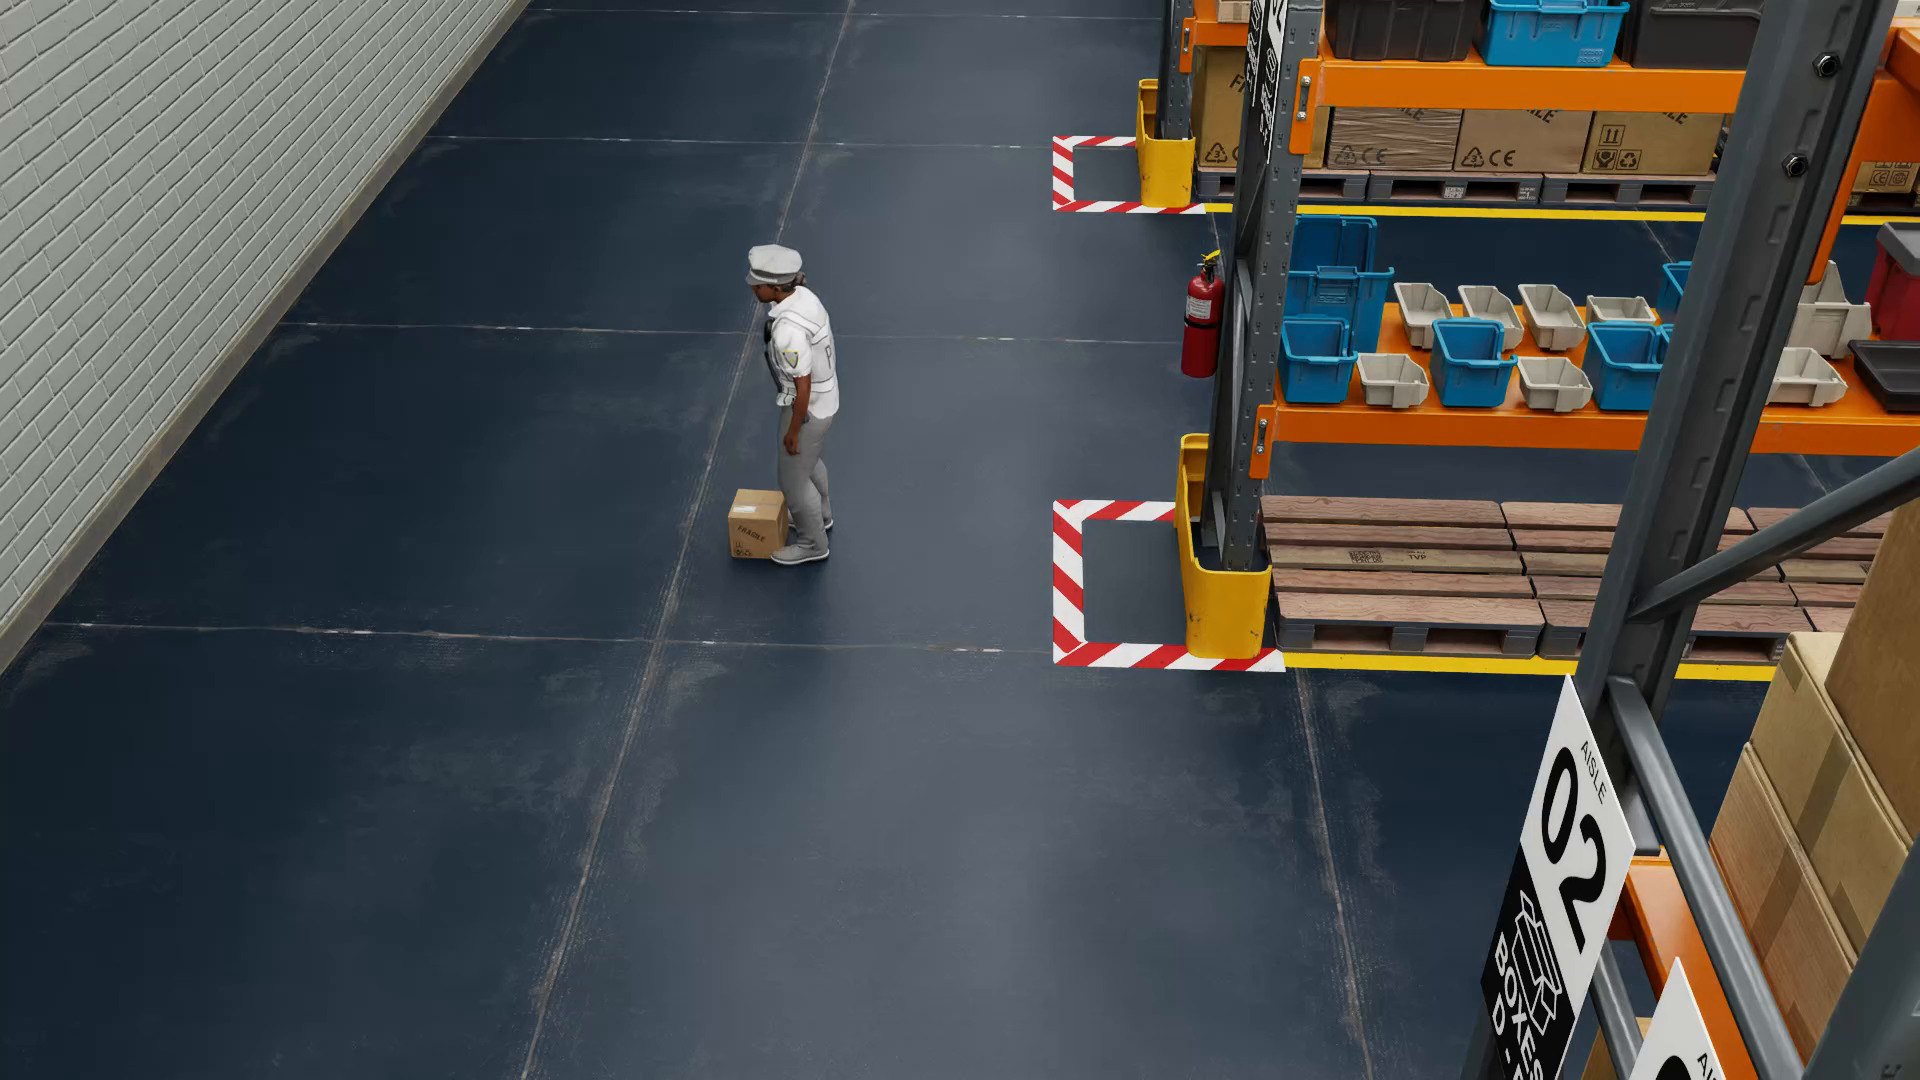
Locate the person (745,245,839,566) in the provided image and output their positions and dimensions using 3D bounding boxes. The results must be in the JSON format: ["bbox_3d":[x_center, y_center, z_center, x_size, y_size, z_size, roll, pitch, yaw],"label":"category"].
[{"bbox_3d":[-0.780,-0.648,8.009,0.397,1.661,0.531,-1,36,-1],"label":"person"}]
